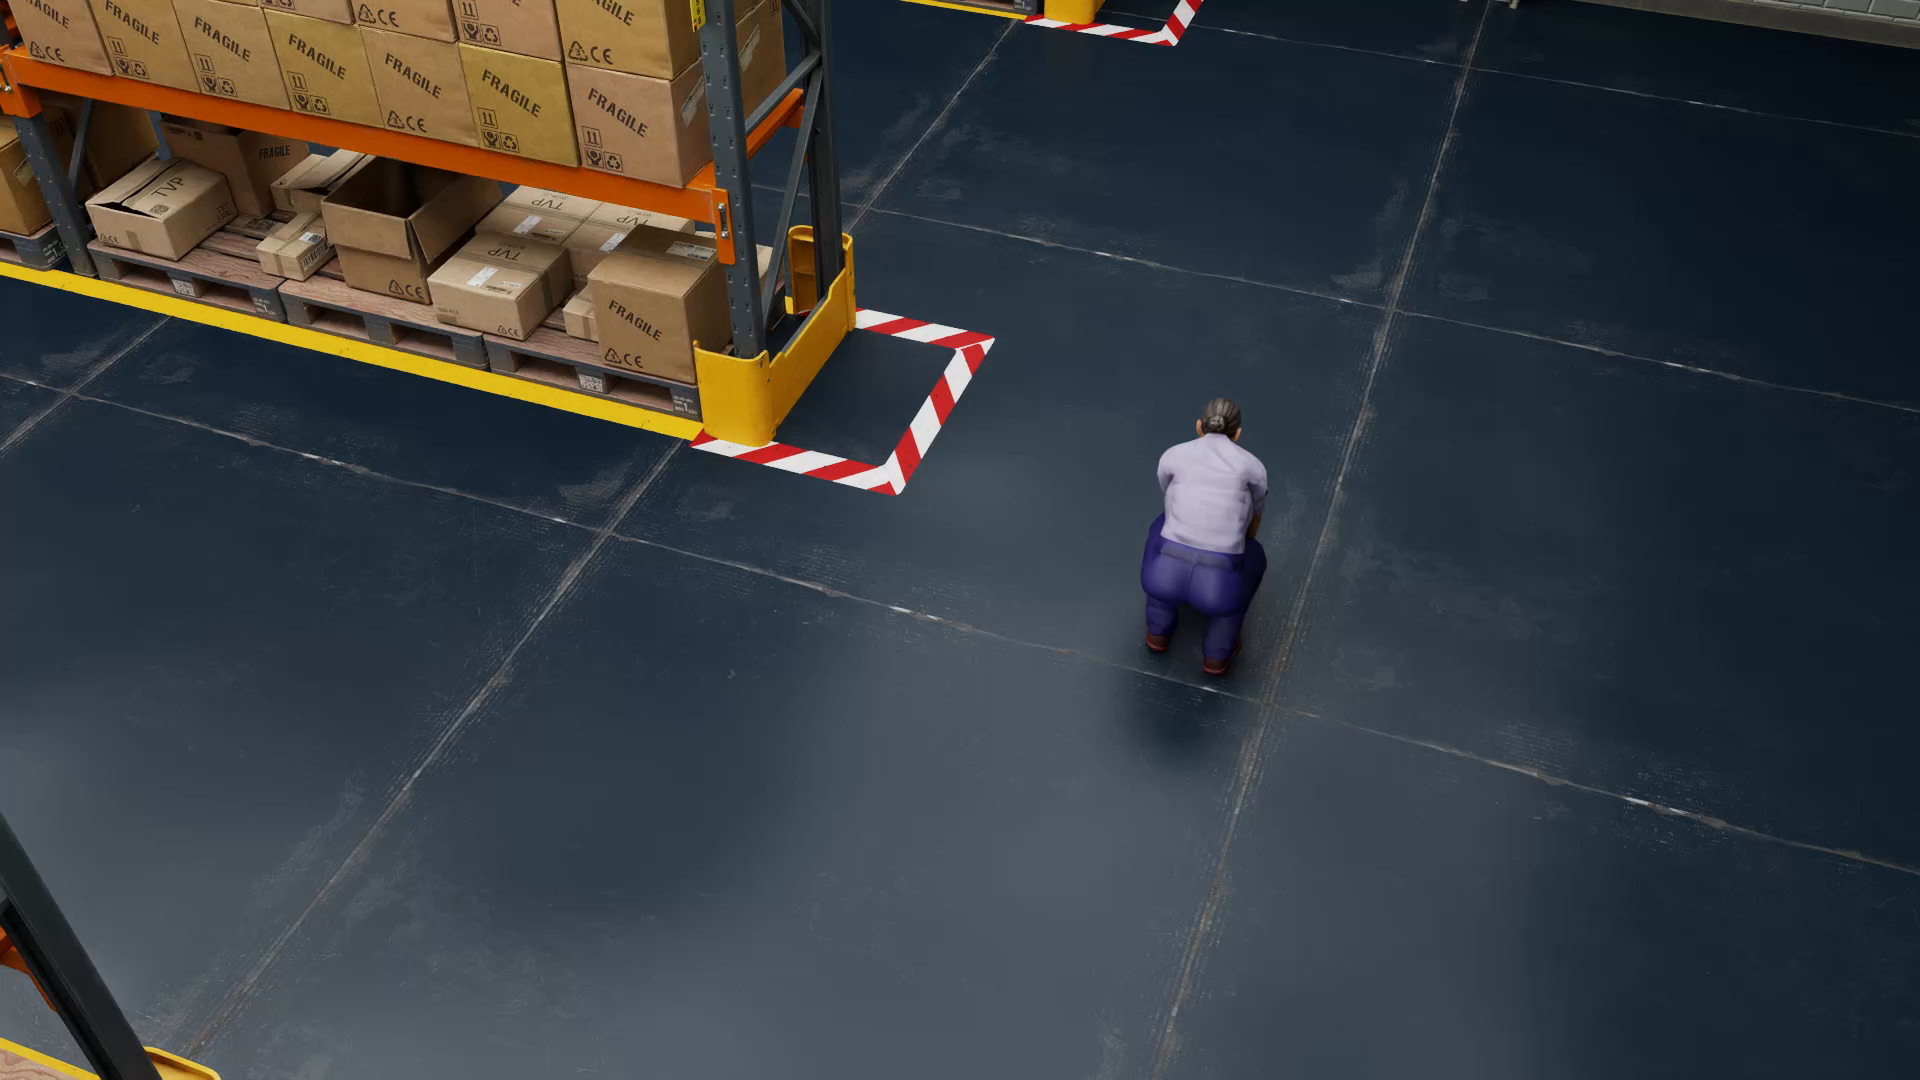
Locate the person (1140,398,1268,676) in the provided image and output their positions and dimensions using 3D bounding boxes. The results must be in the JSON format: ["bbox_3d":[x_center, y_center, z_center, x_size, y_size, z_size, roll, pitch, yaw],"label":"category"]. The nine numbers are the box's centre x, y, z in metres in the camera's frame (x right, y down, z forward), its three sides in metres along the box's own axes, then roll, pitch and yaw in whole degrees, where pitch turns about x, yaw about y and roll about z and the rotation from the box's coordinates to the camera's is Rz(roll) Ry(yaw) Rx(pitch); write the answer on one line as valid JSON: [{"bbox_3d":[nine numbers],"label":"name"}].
[{"bbox_3d":[0.999,-0.007,6.719,0.501,0.939,0.799,13,43,14],"label":"person"}]
